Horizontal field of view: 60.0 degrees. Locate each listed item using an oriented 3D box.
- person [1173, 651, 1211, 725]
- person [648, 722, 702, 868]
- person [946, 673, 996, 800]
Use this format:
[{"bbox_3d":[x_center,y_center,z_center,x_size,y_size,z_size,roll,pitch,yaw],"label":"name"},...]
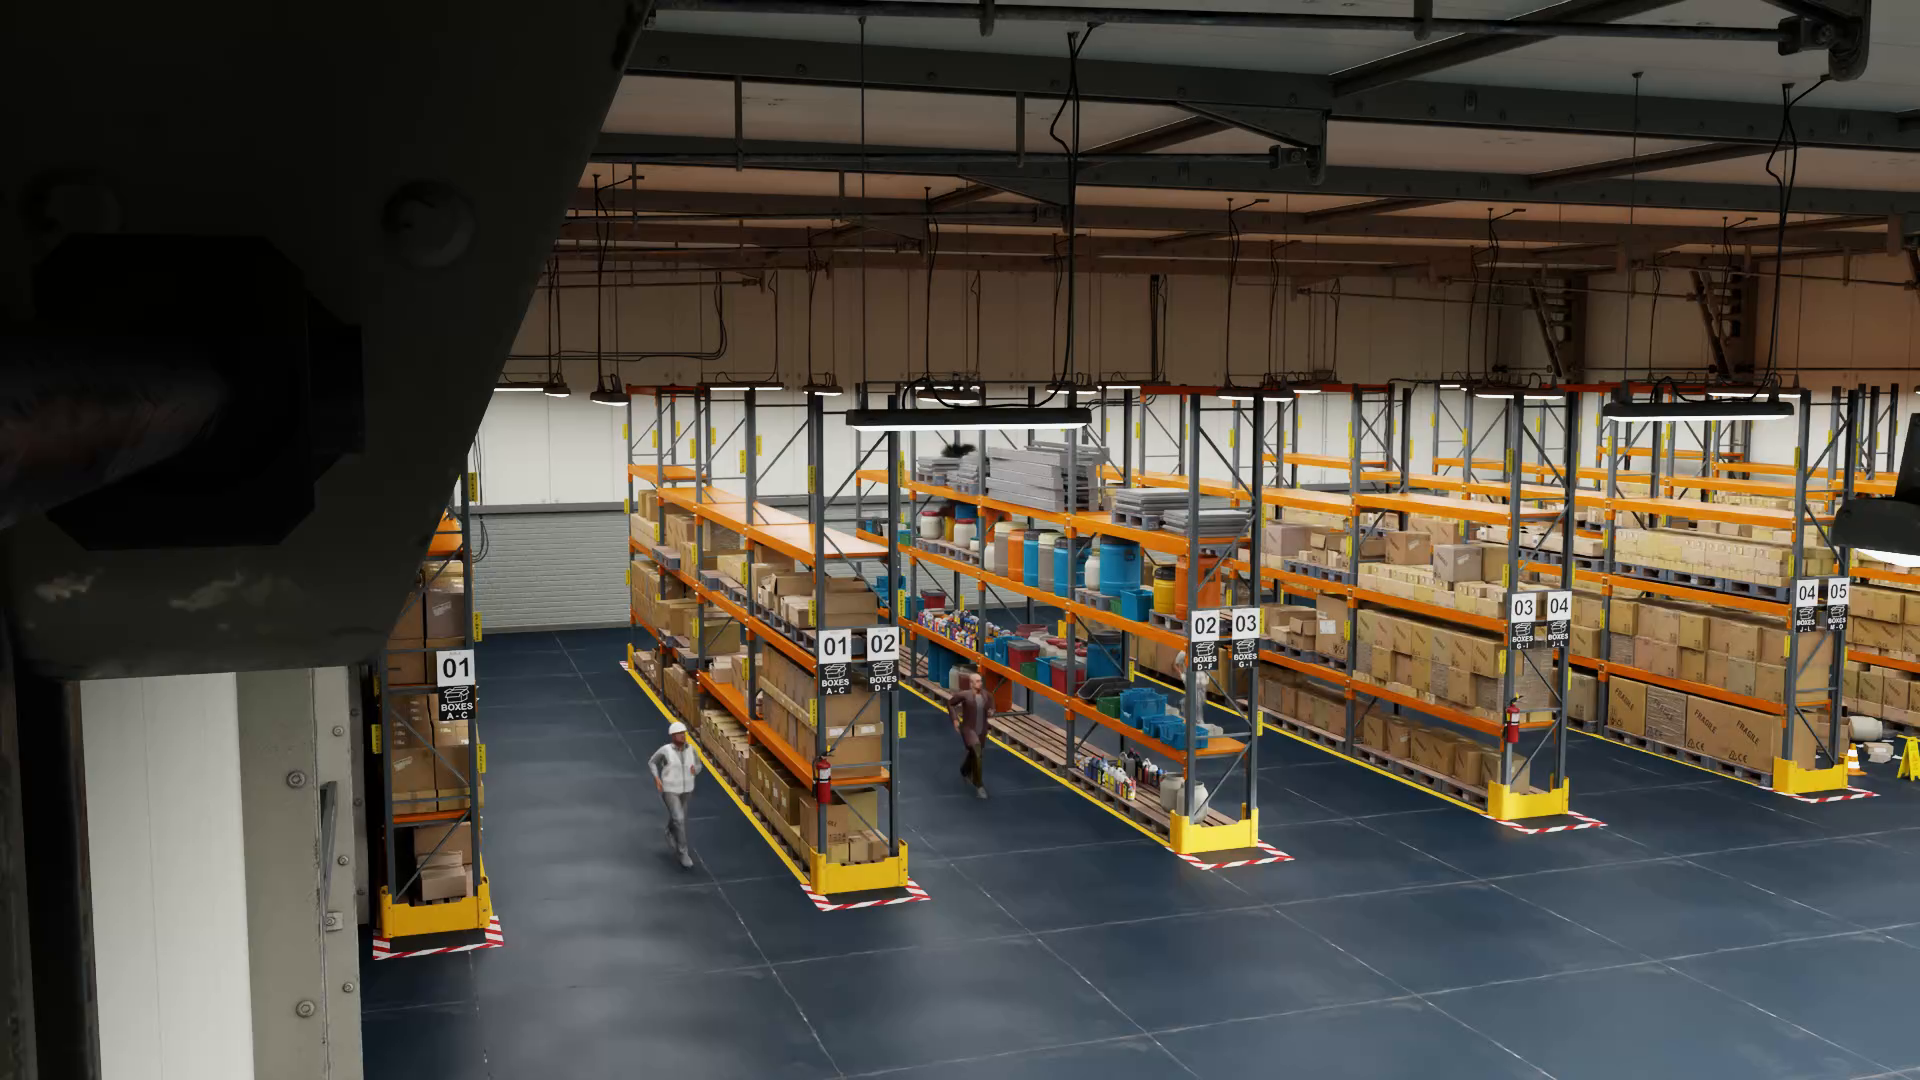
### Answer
[{"bbox_3d":[4.078,2.496,28.982,0.666,1.758,0.987,-3,7,-29],"label":"person"},{"bbox_3d":[-3.642,3.219,21.415,0.641,1.788,0.966,-5,7,-38],"label":"person"},{"bbox_3d":[0.181,2.889,24.819,0.694,1.837,0.936,-4,7,-32],"label":"person"}]
